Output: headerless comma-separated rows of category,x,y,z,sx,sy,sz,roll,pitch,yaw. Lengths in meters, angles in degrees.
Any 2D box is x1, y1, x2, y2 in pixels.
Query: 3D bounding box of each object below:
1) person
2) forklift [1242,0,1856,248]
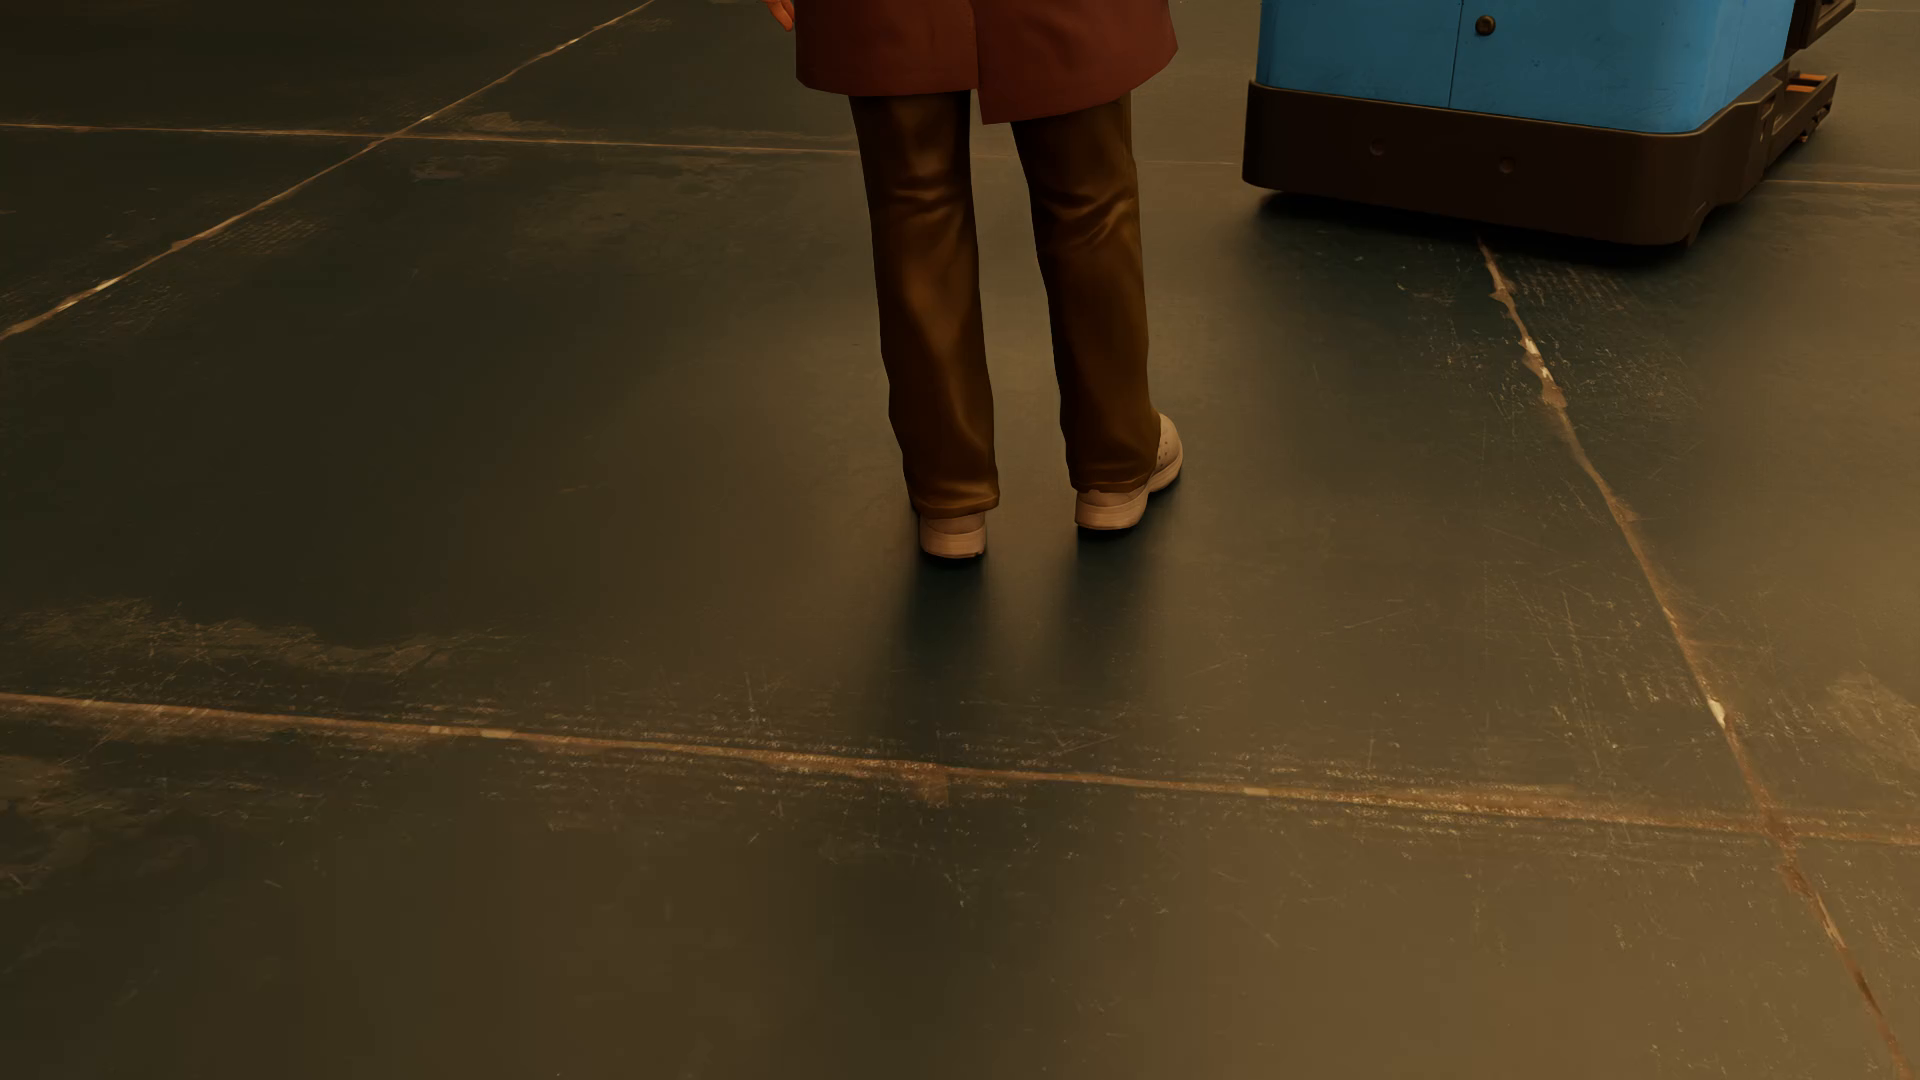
person,0.017,-0.842,2.180,0.696,1.776,0.582,3,27,7
forklift,1.942,-2.560,4.349,1.130,2.935,3.031,17,31,30
